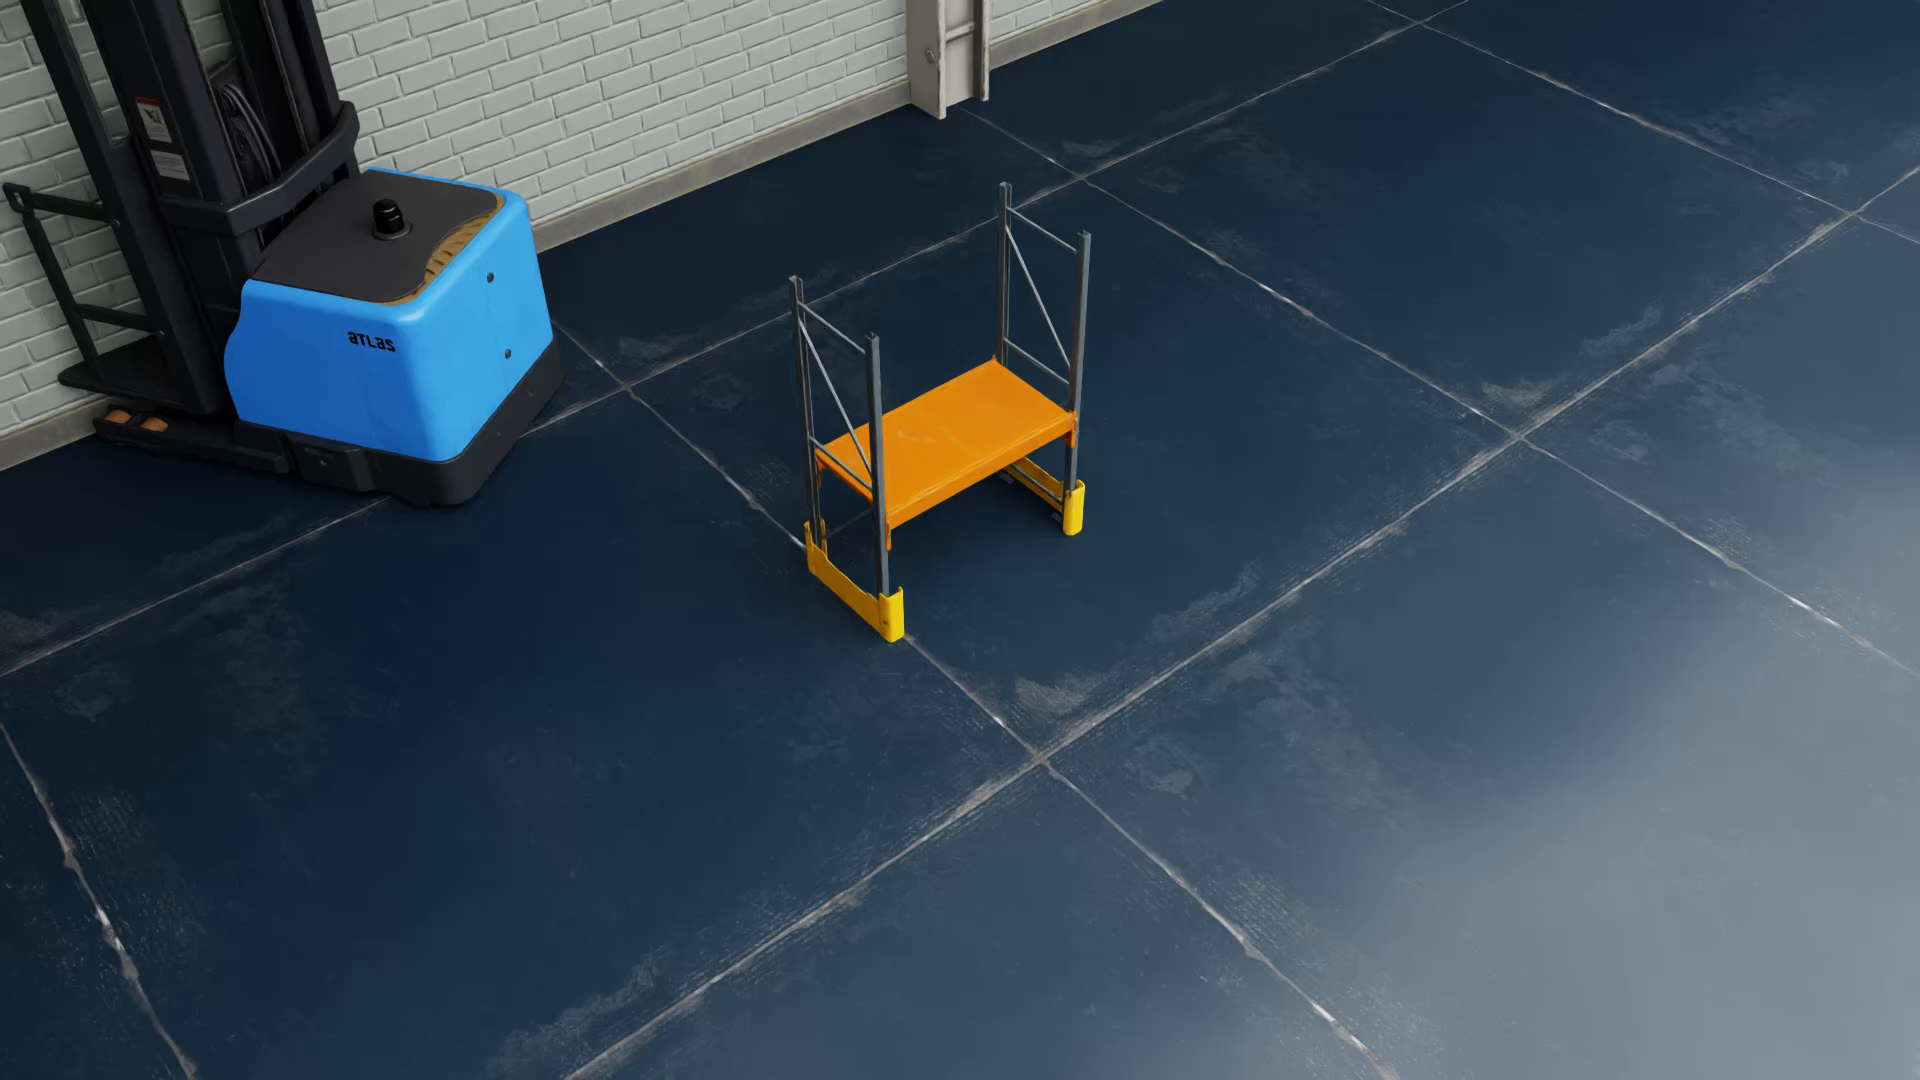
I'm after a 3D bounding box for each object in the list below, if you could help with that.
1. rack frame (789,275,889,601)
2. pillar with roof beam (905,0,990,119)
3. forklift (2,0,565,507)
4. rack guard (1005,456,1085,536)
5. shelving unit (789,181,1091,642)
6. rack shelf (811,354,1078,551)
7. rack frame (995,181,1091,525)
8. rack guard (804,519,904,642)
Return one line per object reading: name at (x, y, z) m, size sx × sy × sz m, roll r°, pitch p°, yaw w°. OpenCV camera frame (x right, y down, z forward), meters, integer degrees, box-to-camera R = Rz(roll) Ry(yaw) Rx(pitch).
rack frame at (-0.455, -0.286, 6.459) m, size 0.032 × 1.500 × 0.500 m, roll -30°, pitch 51°, yaw -28°
pillar with roof beam at (2.692, -3.695, 4.611) m, size 0.400 × 9.000 × 9.100 m, roll -30°, pitch 51°, yaw -28°
forklift at (-3.470, -1.799, 7.024) m, size 3.031 × 2.935 × 1.130 m, roll 12°, pitch 44°, yaw 12°
rack guard at (0.324, -0.276, 7.362) m, size 0.087 × 0.250 × 0.587 m, roll -30°, pitch 51°, yaw -28°
shelving unit at (-0.058, -0.513, 6.701) m, size 1.083 × 1.500 × 0.587 m, roll -30°, pitch 51°, yaw -28°
rack shelf at (-0.065, -0.378, 6.820) m, size 1.000 × 0.185 × 0.538 m, roll -30°, pitch 51°, yaw -28°
rack frame at (0.324, -0.733, 6.934) m, size 0.032 × 1.500 × 0.500 m, roll -30°, pitch 51°, yaw -28°
rack guard at (-0.440, 0.161, 6.896) m, size 0.087 × 0.250 × 0.587 m, roll -30°, pitch 51°, yaw -28°
